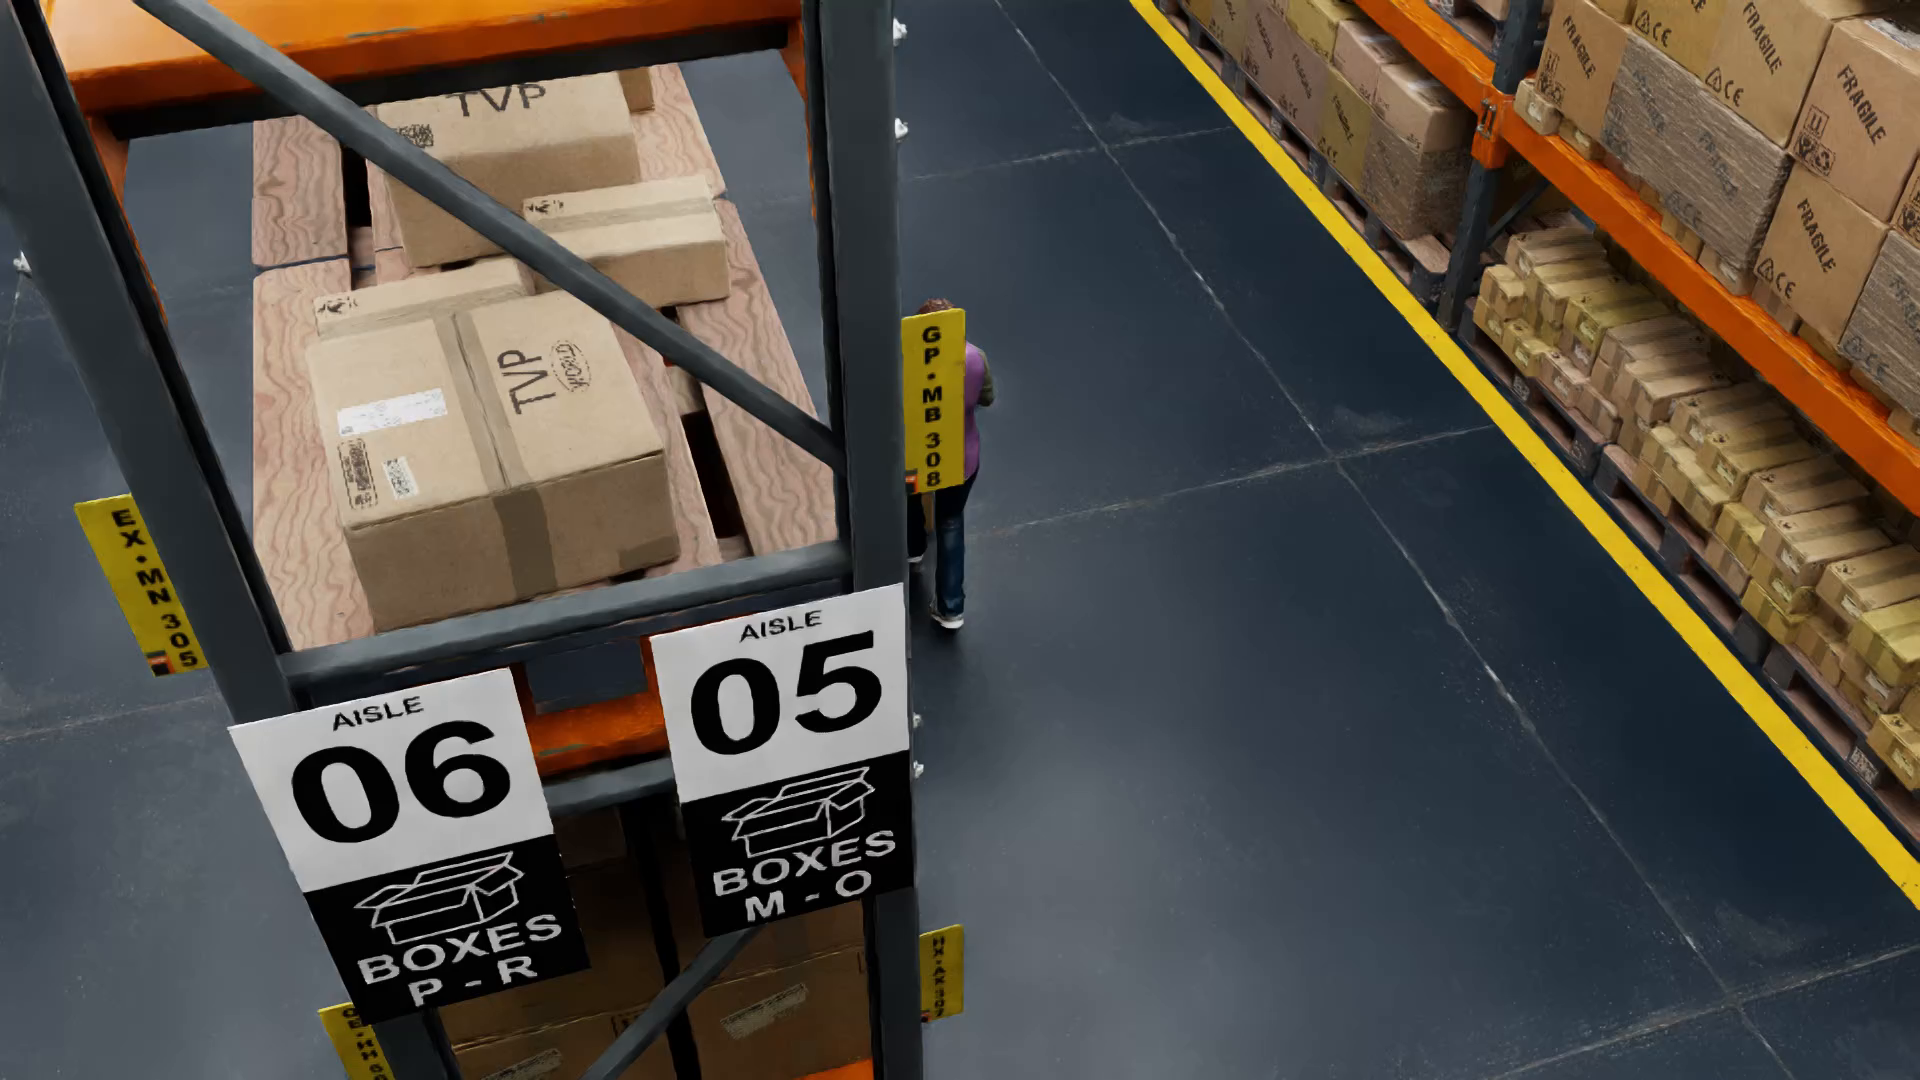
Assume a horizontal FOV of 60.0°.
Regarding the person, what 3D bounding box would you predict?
[{"bbox_3d":[-0.125,-0.372,6.575,0.502,1.551,0.755,-10,44,-11],"label":"person"}]
